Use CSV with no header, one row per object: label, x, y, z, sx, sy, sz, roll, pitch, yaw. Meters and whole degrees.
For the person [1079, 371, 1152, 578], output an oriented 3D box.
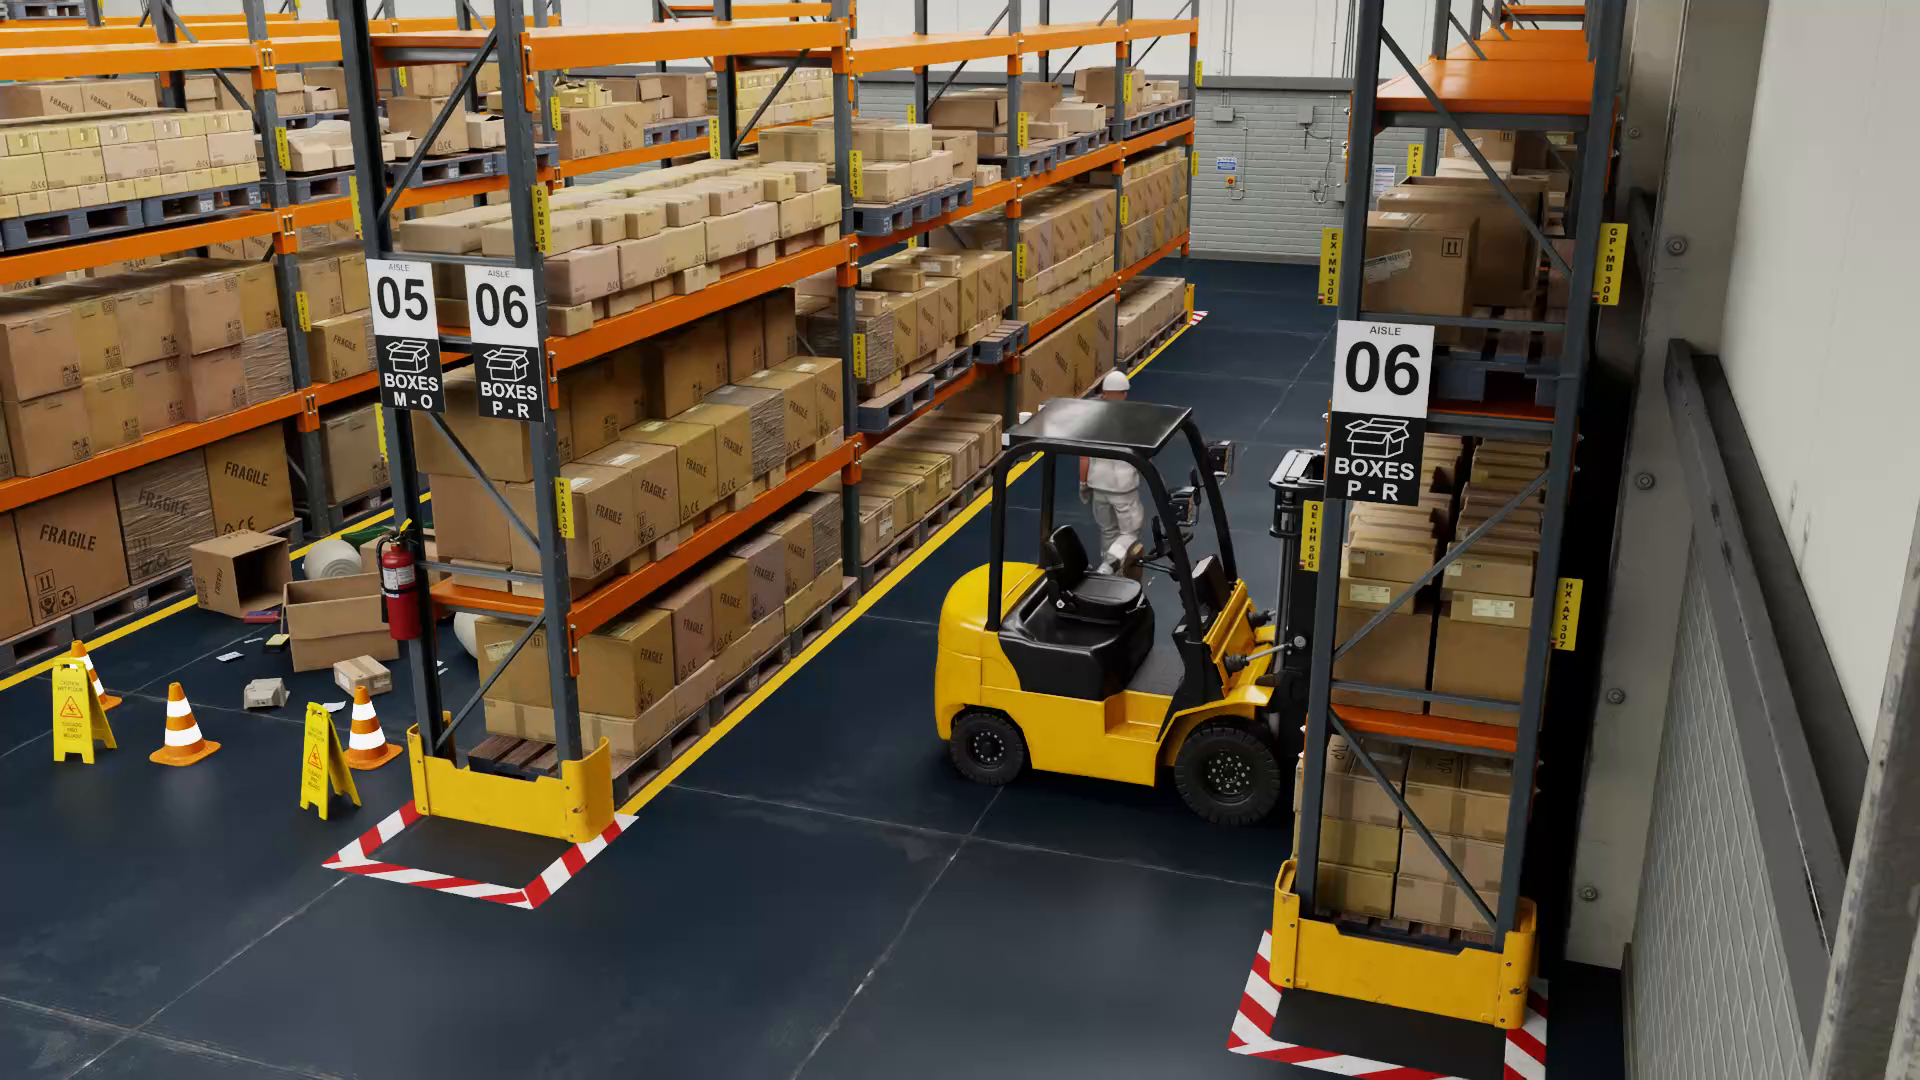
person,1.179,-0.403,12.728,0.554,1.770,0.869,10,21,27
